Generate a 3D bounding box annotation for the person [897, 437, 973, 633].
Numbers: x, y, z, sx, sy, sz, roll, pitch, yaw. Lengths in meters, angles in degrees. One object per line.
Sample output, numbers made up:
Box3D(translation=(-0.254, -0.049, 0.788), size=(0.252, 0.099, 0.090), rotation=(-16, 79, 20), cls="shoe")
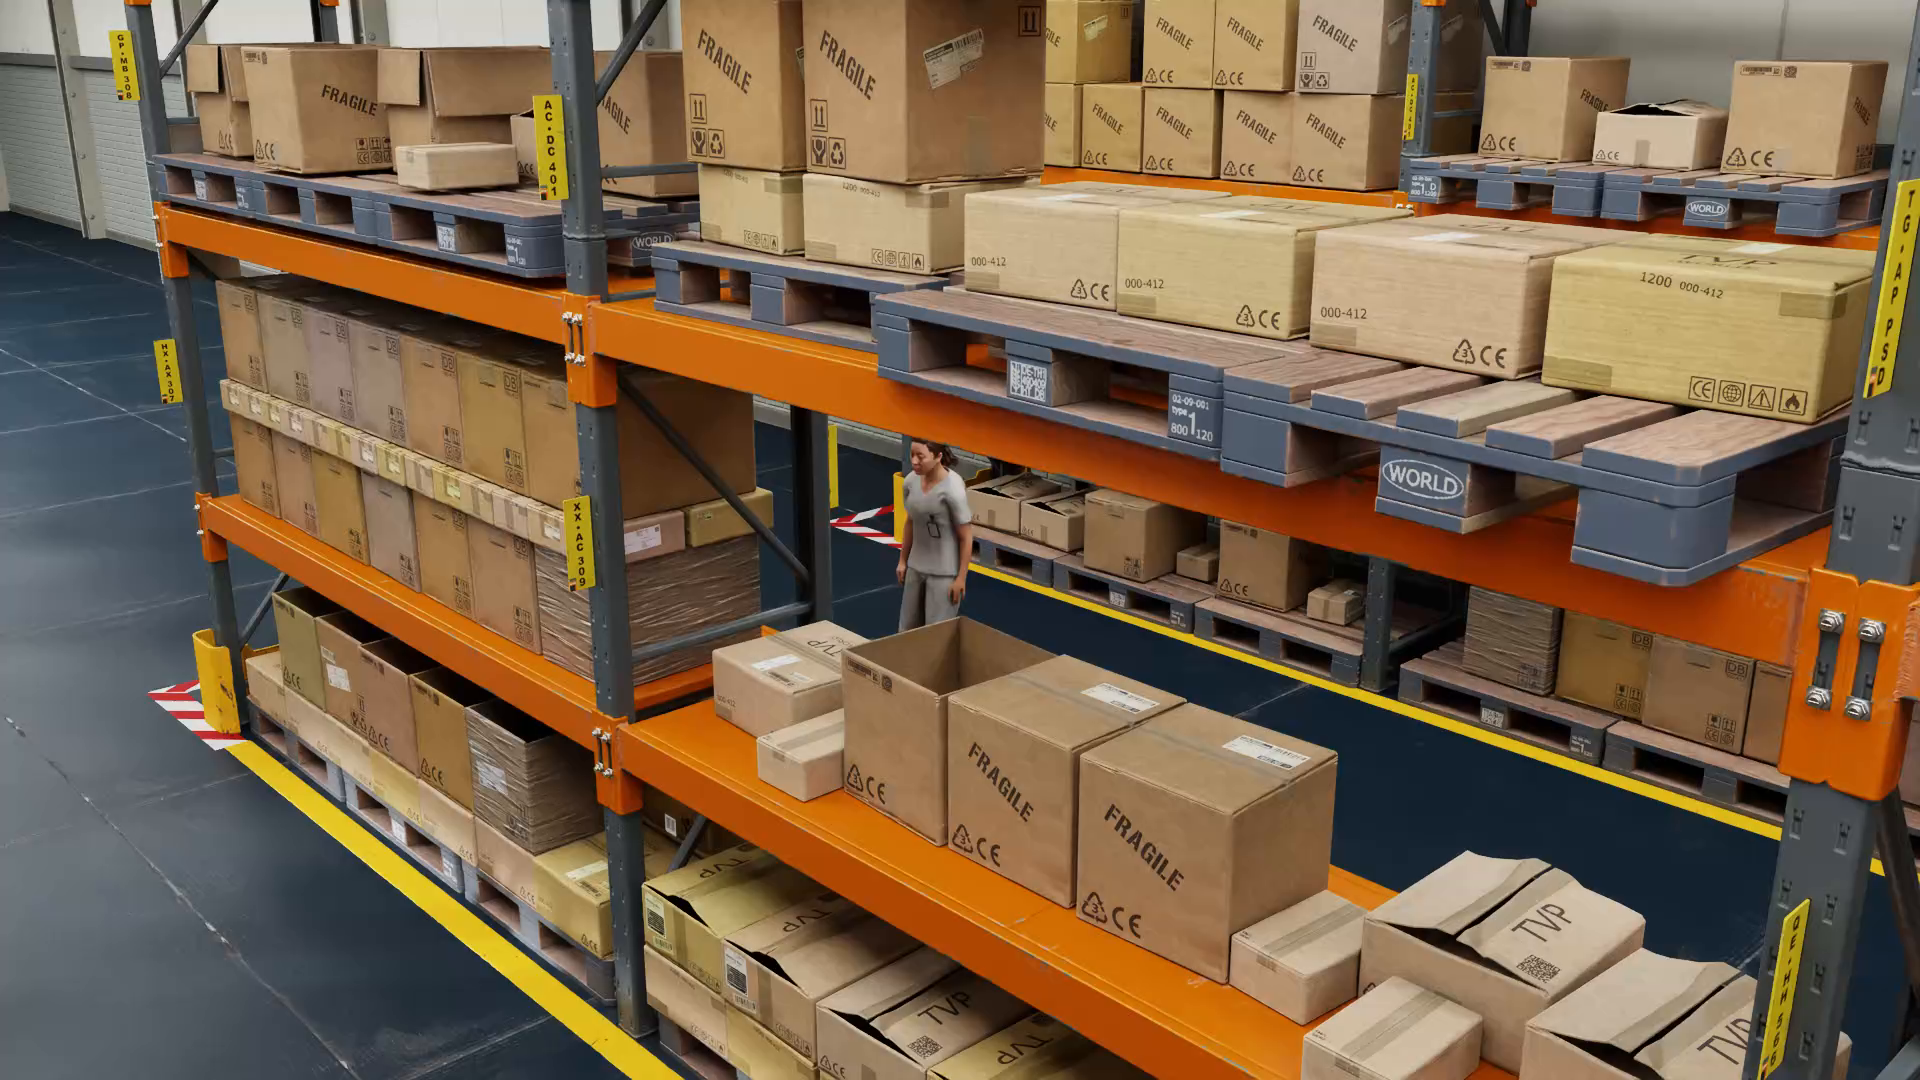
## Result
Box3D(translation=(-0.171, 0.188, 8.952), size=(0.502, 1.671, 0.416), rotation=(16, 23, 41), cls="person")
